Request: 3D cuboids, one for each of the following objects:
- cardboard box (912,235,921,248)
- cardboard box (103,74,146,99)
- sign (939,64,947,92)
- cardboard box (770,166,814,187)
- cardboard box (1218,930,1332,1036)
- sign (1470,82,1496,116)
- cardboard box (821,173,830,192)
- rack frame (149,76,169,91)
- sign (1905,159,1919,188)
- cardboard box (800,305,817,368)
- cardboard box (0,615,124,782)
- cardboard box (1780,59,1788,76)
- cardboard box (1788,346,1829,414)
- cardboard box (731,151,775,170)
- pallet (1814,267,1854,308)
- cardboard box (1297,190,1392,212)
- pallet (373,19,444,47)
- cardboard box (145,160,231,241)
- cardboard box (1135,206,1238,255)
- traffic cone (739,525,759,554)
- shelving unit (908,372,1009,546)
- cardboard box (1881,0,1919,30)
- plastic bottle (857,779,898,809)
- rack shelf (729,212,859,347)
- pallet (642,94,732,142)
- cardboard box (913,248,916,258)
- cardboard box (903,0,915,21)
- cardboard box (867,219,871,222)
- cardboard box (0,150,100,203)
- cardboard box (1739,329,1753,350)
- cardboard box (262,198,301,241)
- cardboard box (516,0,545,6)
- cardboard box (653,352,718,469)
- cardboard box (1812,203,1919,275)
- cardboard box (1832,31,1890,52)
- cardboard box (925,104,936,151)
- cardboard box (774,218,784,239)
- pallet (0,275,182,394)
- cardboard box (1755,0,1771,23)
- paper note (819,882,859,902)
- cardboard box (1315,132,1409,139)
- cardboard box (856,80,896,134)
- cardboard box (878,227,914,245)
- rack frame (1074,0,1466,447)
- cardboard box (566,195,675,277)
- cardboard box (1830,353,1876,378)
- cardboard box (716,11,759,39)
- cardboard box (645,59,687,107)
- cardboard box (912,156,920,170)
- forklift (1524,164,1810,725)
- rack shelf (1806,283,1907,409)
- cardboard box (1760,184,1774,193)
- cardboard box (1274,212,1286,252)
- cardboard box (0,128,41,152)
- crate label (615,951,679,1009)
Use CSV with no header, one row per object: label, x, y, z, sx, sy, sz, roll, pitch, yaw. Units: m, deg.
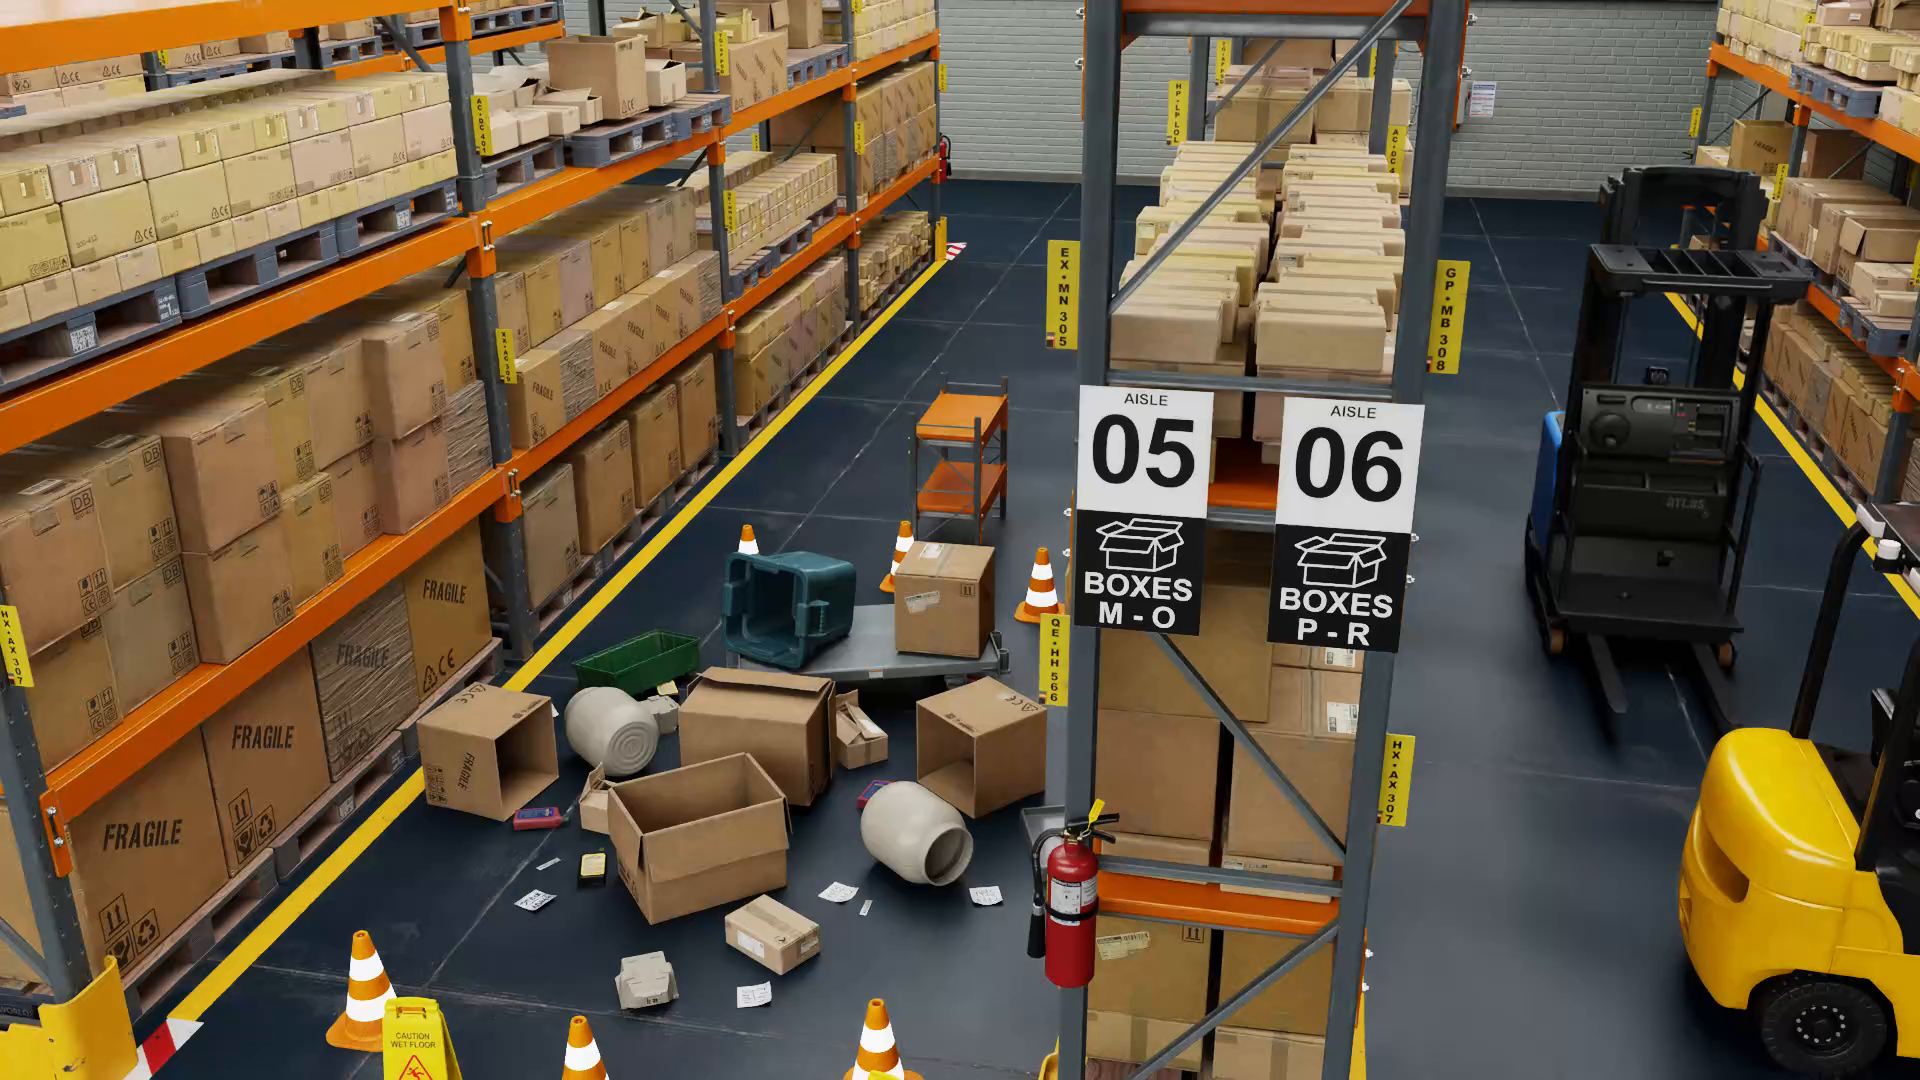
cardboard box,-0.687,-3.673,20.315,0.380,0.149,0.250,4,22,9
cardboard box,-7.078,-3.686,13.677,0.500,0.250,0.500,5,22,11
sign,-0.215,-5.702,20.523,0.100,0.325,0.005,4,22,11
cardboard box,-1.623,-3.509,16.029,0.380,0.149,0.250,4,22,11
cardboard box,1.287,1.574,6.544,0.500,0.500,0.500,4,22,9
sign,7.793,-6.572,24.784,0.329,0.494,0.001,4,22,11
cardboard box,-1.511,-3.564,16.564,0.380,0.149,0.250,5,22,11
rack frame,-7.221,-2.557,14.688,1.000,3.000,0.127,4,22,11
sign,8.700,-3.384,15.190,0.100,0.325,0.005,4,22,11
cardboard box,-1.689,-1.976,16.028,0.500,0.500,0.500,4,22,10
cardboard box,-3.987,0.575,6.710,0.875,0.550,0.550,4,22,11
cardboard box,8.057,-4.503,15.841,0.380,0.149,0.250,5,23,13
cardboard box,7.632,-1.385,14.562,0.500,0.500,0.500,4,22,9
cardboard box,-2.101,-3.850,16.876,0.380,0.149,0.250,6,23,14
pallet,7.732,-2.047,13.679,1.003,0.211,1.213,4,22,11
cardboard box,1.614,-1.371,6.997,0.380,0.149,0.250,5,22,12
pallet,-6.228,-5.669,18.517,1.003,0.211,1.213,4,22,11
cardboard box,-3.464,-1.445,7.017,0.500,0.250,0.500,4,22,10
cardboard box,0.908,-1.230,6.647,0.380,0.149,0.250,5,22,12
traffic cone,-1.451,0.122,11.431,0.336,0.463,0.334,4,22,11
shelving unit,0.001,-0.524,12.150,0.538,1.125,1.048,4,22,11
cardboard box,8.139,-4.517,14.228,0.396,0.266,0.258,4,22,11
plastic bottle,-0.435,1.353,8.912,0.133,0.061,0.283,8,23,20
rack shelf,-1.978,-2.540,15.608,1.077,0.370,4.000,4,22,11
pallet,-2.466,-3.206,12.537,1.213,0.211,1.003,6,23,13
cardboard box,-0.749,-3.540,20.382,0.380,0.149,0.250,4,22,11
cardboard box,-0.809,-6.060,18.900,0.500,0.250,0.500,5,22,12
cardboard box,-1.309,-3.858,20.376,0.380,0.149,0.250,4,22,11
cardboard box,-3.535,-1.385,6.336,0.380,0.149,0.250,4,22,10
cardboard box,7.982,-1.986,16.524,0.380,0.149,0.250,4,22,9
cardboard box,-3.275,-1.479,7.637,0.380,0.149,0.250,4,22,11
cardboard box,-5.643,-6.968,20.794,0.700,0.500,0.500,3,22,8
cardboard box,-2.599,-1.078,13.463,1.050,0.750,0.750,4,22,10
cardboard box,7.573,-2.493,13.831,0.700,0.500,0.500,4,22,11
cardboard box,7.561,-4.177,13.937,0.380,0.149,0.250,4,22,10
cardboard box,-0.594,-5.068,20.391,0.500,0.500,0.500,5,22,12
cardboard box,-1.829,-2.854,15.198,0.380,0.149,0.250,5,22,12
pallet,-3.878,-0.839,6.524,1.003,0.211,1.213,4,22,11
cardboard box,8.331,-5.343,16.722,0.500,0.250,0.500,5,22,12
paper note,-0.588,1.710,8.082,0.148,0.019,0.142,13,25,29
cardboard box,2.278,-2.224,9.484,0.500,0.250,0.500,4,22,10
cardboard box,-1.016,-4.772,18.318,0.500,0.500,0.500,5,22,12
cardboard box,-0.765,-3.619,19.782,0.380,0.149,0.250,5,23,13
rack frame,0.848,-1.659,4.427,1.000,3.000,0.127,4,22,11
cardboard box,-2.590,-2.304,12.587,0.700,0.500,0.500,4,22,10
cardboard box,7.491,-1.444,13.839,0.380,0.149,0.250,3,22,8
cardboard box,-1.915,-4.347,13.958,0.396,0.266,0.258,4,22,11
cardboard box,-2.306,-3.328,12.010,0.500,0.311,0.500,4,22,11
cardboard box,-0.697,-4.535,19.934,0.380,0.149,0.250,5,22,12
forklift,4.325,-0.711,10.195,1.130,2.935,3.031,5,22,11
rack shelf,7.748,-1.822,13.827,1.077,0.370,4.000,4,22,11
cardboard box,8.109,-3.345,16.447,0.500,0.250,0.500,5,22,11
cardboard box,1.617,-1.246,7.221,0.500,0.250,0.500,4,22,10
cardboard box,-4.074,-1.622,6.924,0.380,0.149,0.250,5,22,11
crate label,-1.384,1.944,7.344,0.250,0.136,0.298,-7,23,-17
